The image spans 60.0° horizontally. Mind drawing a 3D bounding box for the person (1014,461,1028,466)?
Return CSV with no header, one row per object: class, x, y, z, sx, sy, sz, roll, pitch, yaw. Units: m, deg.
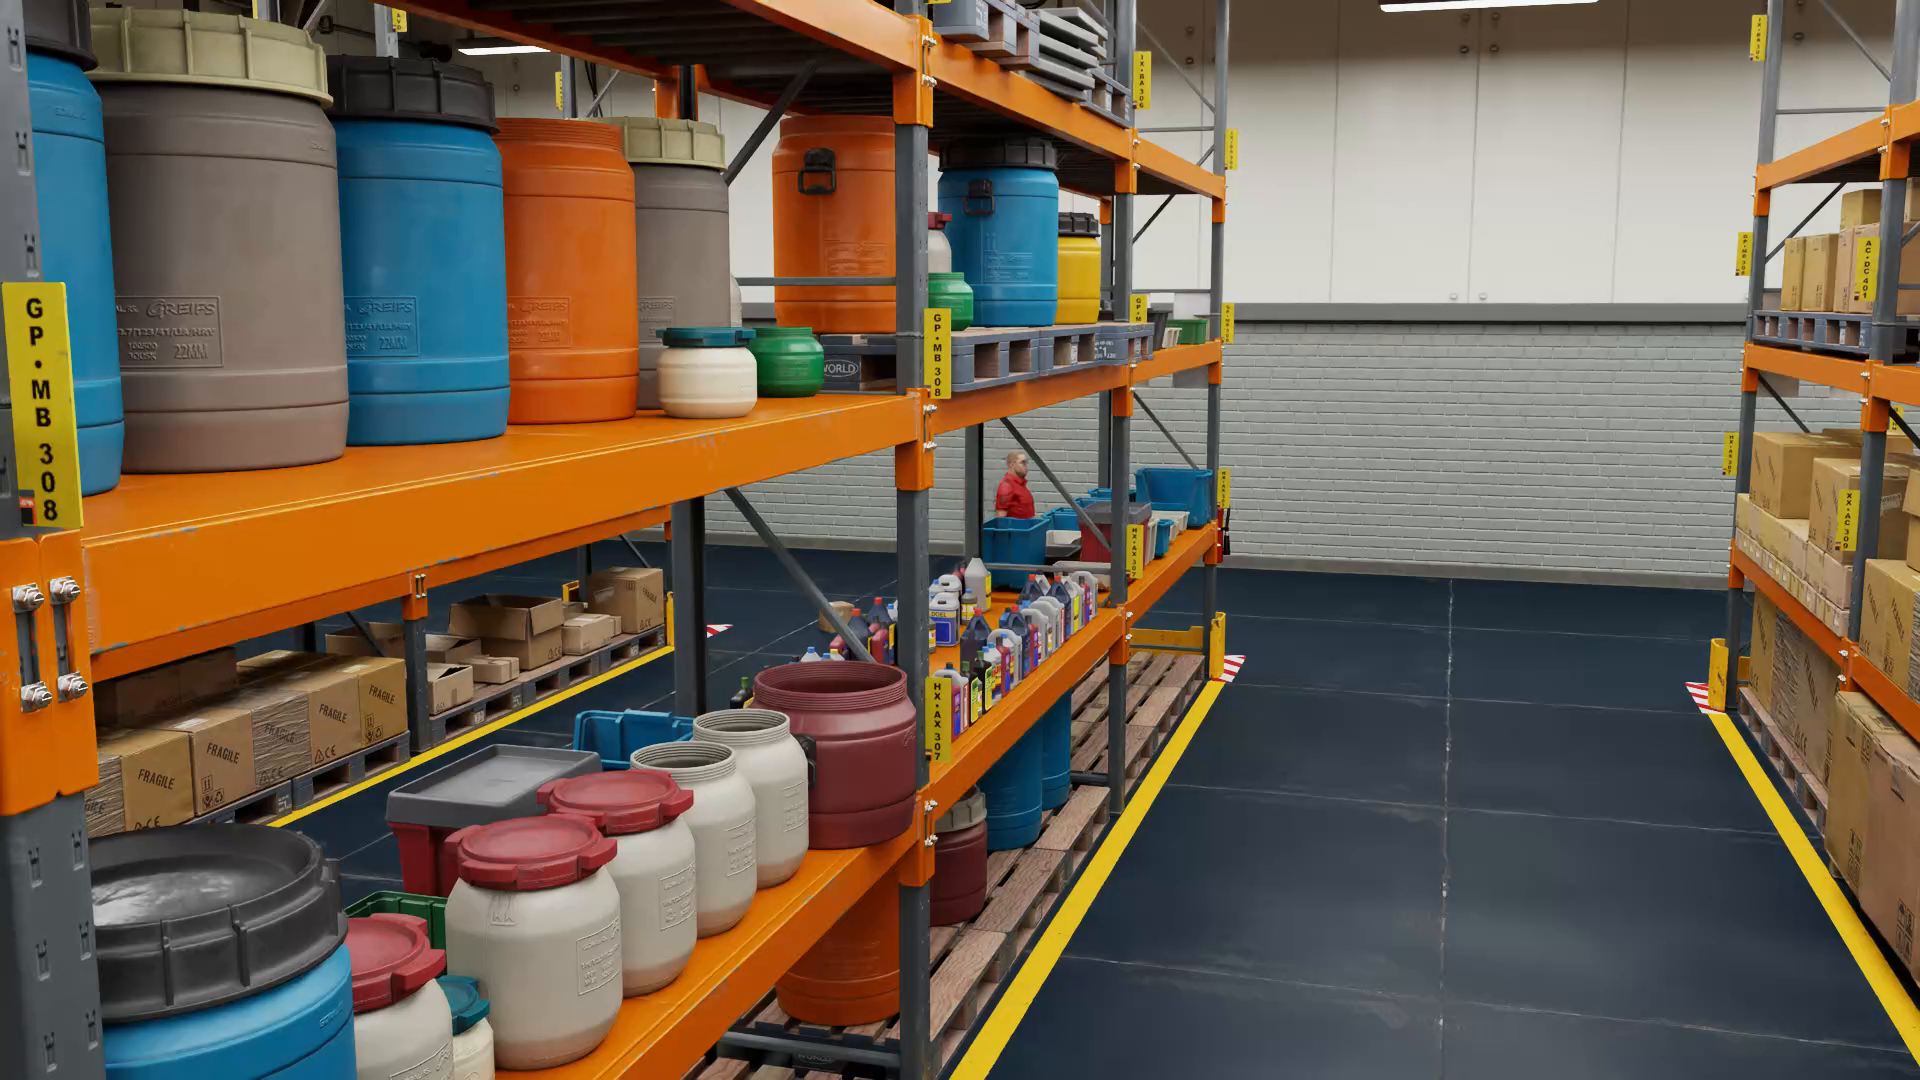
person,0.535,0.025,15.530,0.504,1.541,0.442,2,8,12
